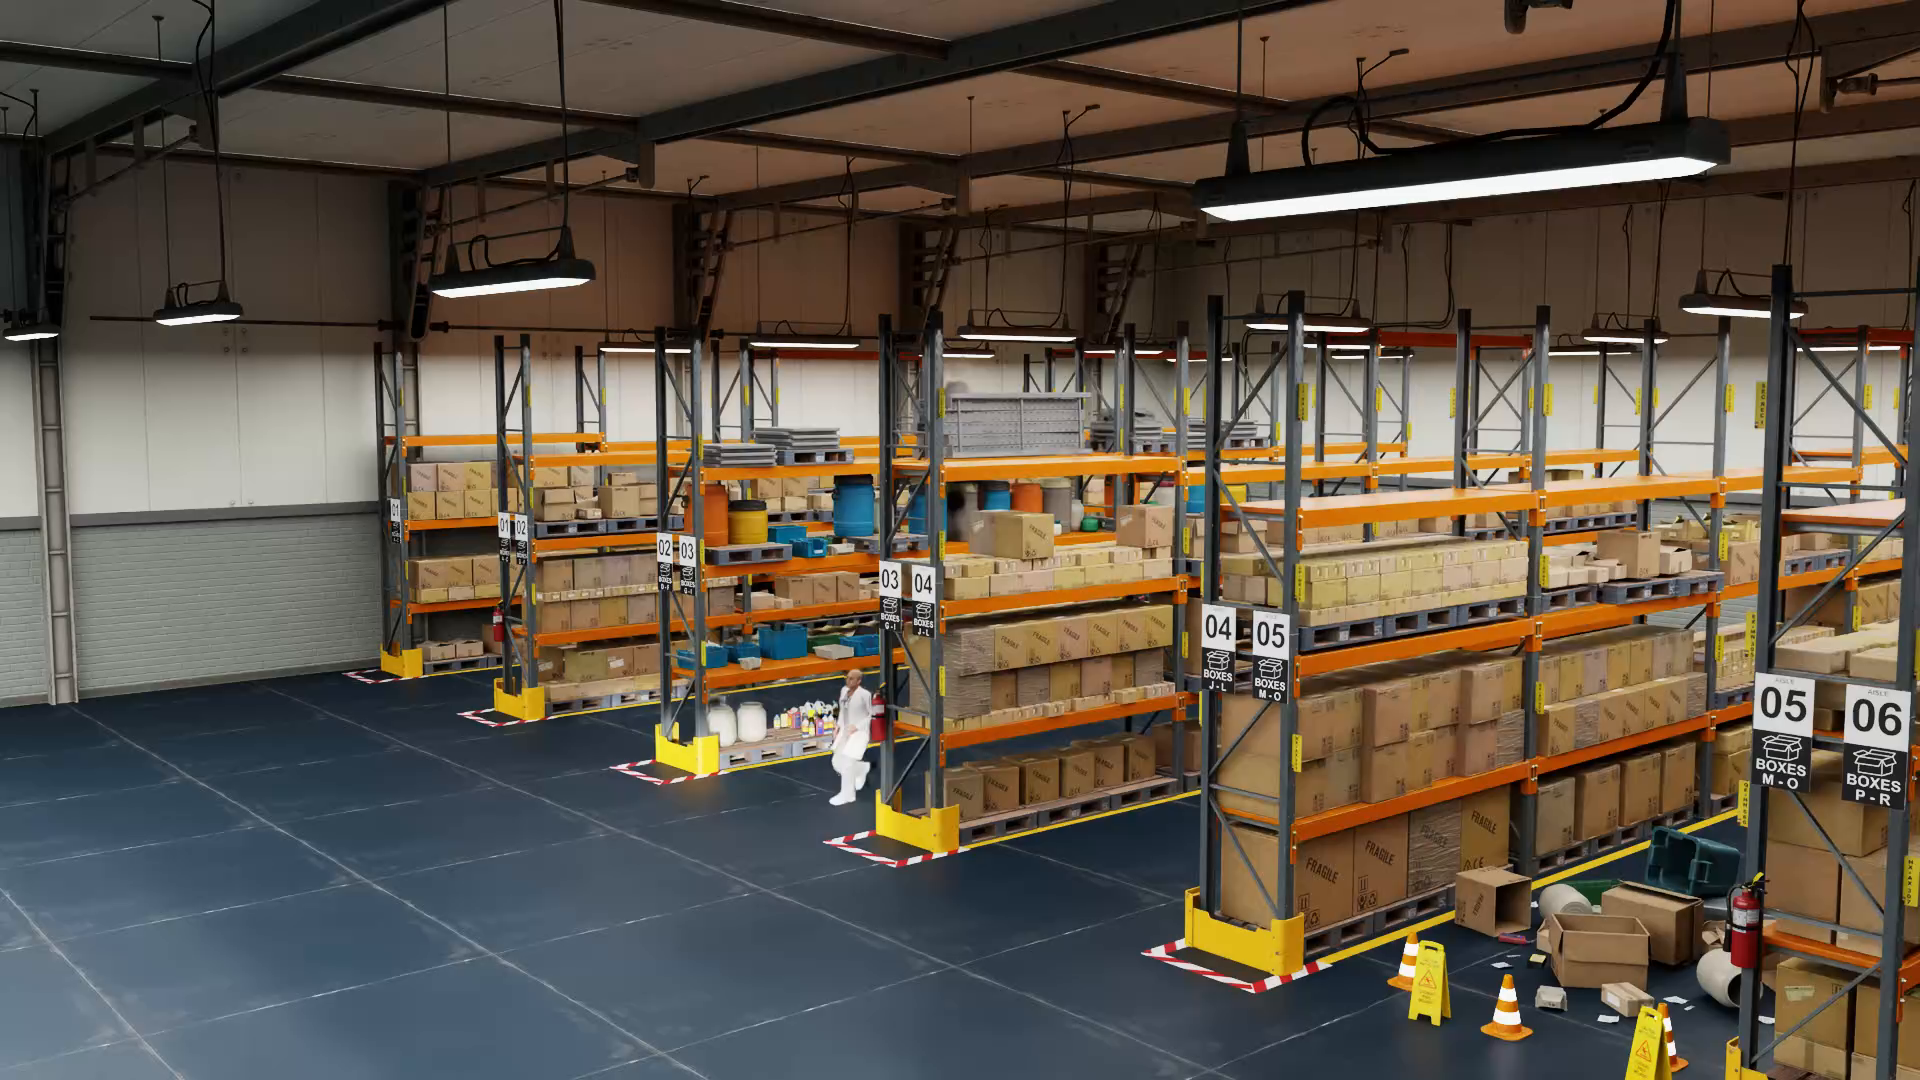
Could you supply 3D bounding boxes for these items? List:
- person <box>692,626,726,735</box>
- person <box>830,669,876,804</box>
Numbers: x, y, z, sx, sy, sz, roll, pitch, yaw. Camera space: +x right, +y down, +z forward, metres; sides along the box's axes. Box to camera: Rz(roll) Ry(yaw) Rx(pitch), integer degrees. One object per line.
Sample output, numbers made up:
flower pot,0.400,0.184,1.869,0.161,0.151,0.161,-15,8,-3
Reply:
person,-3.788,2.083,25.155,0.634,1.671,0.776,3,6,30
person,-1.265,2.449,20.716,0.700,1.704,0.649,4,7,40
